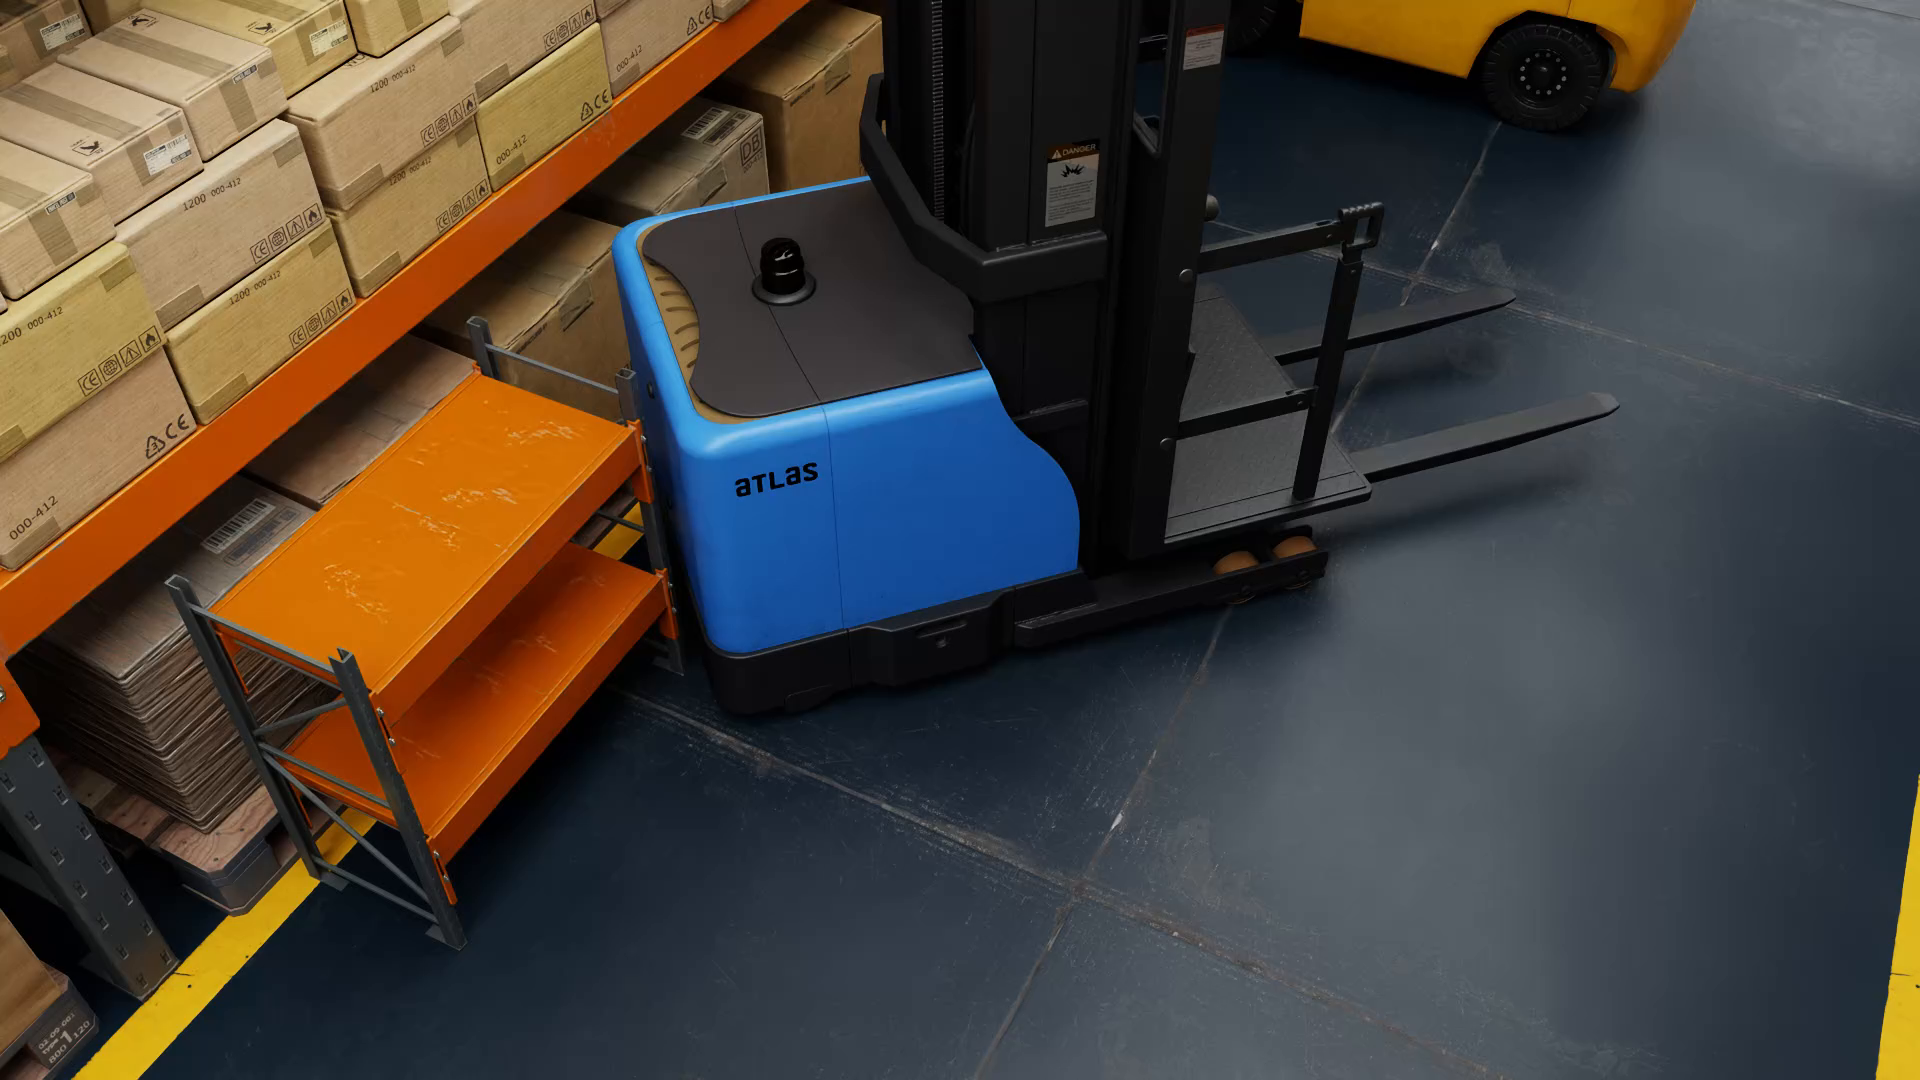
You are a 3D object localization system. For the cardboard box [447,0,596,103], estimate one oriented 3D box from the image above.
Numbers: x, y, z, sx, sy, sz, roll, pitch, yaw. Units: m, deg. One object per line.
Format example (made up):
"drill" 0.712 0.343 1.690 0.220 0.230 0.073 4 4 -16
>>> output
"cardboard box" -1.304 -1.403 4.281 0.500 0.250 0.500 21 49 20

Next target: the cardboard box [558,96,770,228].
"cardboard box" -1.176 -1.126 5.628 0.875 0.625 0.625 20 49 19

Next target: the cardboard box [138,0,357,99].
"cardboard box" -1.605 -1.154 3.756 0.380 0.149 0.250 21 49 19

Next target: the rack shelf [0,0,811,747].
"rack shelf" -1.505 -1.119 4.752 1.077 0.370 4.000 20 49 19

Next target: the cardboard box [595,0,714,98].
"cardboard box" -1.065 -1.554 4.782 0.500 0.250 0.500 21 49 19

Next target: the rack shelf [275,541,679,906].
"rack shelf" -1.253 0.408 4.399 0.538 0.278 1.000 20 49 19

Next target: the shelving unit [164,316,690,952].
"shelving unit" -1.253 0.236 4.226 0.538 1.125 1.048 20 49 19

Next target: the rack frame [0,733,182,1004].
"rack frame" -2.434 -0.112 3.251 1.000 3.000 0.127 20 49 19

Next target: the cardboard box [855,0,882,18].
"cardboard box" -0.079 -2.191 6.593 0.500 0.250 0.500 20 49 19

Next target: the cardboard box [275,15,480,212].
"cardboard box" -1.519 -1.072 3.955 0.500 0.250 0.500 19 48 18

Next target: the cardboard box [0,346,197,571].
"cardboard box" -2.011 -0.258 3.501 0.500 0.250 0.500 21 49 19

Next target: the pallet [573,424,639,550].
"pallet" -1.450 -0.403 5.500 1.003 0.211 1.213 20 49 19

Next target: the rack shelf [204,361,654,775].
"rack shelf" -1.253 0.031 4.017 0.538 0.278 1.000 20 49 19

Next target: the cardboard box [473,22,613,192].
"cardboard box" -1.298 -1.226 4.458 0.500 0.250 0.500 22 49 20

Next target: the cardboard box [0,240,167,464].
"cardboard box" -1.989 -0.425 3.315 0.500 0.250 0.500 20 49 19

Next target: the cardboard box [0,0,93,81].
"cardboard box" -2.213 -1.169 3.770 0.380 0.149 0.250 20 49 18

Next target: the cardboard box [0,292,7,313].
"cardboard box" -2.025 -0.478 3.087 0.380 0.149 0.250 22 49 20

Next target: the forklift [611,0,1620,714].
"forklift" 0.594 -1.177 4.353 3.031 2.935 1.130 -14 47 -13

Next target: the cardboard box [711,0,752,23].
"cardboard box" -0.808 -1.856 5.081 0.500 0.250 0.500 20 49 19

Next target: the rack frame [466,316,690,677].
"rack frame" -1.023 -0.086 4.544 0.500 1.125 0.032 20 49 19

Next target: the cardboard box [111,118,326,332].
"cardboard box" -1.778 -0.749 3.635 0.500 0.250 0.500 22 49 20

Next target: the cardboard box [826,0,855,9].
"cardboard box" -0.533 -2.363 6.763 0.500 0.250 0.500 19 48 18

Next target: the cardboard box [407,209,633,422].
"cardboard box" -1.524 -0.651 5.159 0.875 0.625 0.625 19 48 17

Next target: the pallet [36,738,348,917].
"pallet" -2.017 0.363 4.743 1.003 0.211 1.213 20 49 19

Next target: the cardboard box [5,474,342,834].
"cardboard box" -2.132 0.187 4.330 0.875 0.625 0.625 22 49 20

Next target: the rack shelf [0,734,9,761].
"rack shelf" -3.362 1.401 2.262 1.077 0.370 4.000 20 49 19

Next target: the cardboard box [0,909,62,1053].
"cardboard box" -2.440 0.957 3.658 0.500 0.500 0.500 22 49 20

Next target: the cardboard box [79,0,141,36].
"cardboard box" -2.023 -1.308 3.907 0.380 0.149 0.250 20 49 19

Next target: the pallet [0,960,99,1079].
"pallet" -2.814 1.326 3.791 1.003 0.211 1.213 20 49 19

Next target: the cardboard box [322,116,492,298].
"cardboard box" -1.541 -0.900 4.136 0.500 0.250 0.500 19 48 18

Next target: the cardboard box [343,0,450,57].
"cardboard box" -1.435 -1.295 3.894 0.380 0.149 0.250 21 49 20

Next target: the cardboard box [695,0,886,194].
"cardboard box" -0.809 -1.612 6.109 0.875 0.625 0.625 23 50 21

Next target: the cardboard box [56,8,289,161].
"cardboard box" -1.696 -0.986 3.589 0.380 0.149 0.250 21 49 19

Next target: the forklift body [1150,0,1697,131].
"forklift body" 2.015 -3.056 6.758 2.313 2.155 1.214 20 49 19

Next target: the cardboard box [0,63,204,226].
"cardboard box" -1.806 -0.817 3.422 0.380 0.149 0.250 22 49 20

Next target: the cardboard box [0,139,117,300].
"cardboard box" -1.902 -0.647 3.254 0.380 0.149 0.250 21 49 20

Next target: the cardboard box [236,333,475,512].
"cardboard box" -1.836 -0.227 4.740 0.875 0.625 0.625 22 49 20

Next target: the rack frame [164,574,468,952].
"rack frame" -1.483 0.559 3.907 0.500 1.125 0.032 20 49 19

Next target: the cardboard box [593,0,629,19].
"cardboard box" -1.053 -1.714 4.589 0.500 0.250 0.500 21 49 20

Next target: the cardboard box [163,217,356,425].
"cardboard box" -1.774 -0.573 3.813 0.500 0.250 0.500 19 48 18

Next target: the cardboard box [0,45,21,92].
"cardboard box" -2.265 -0.991 3.594 0.380 0.149 0.250 20 49 19
